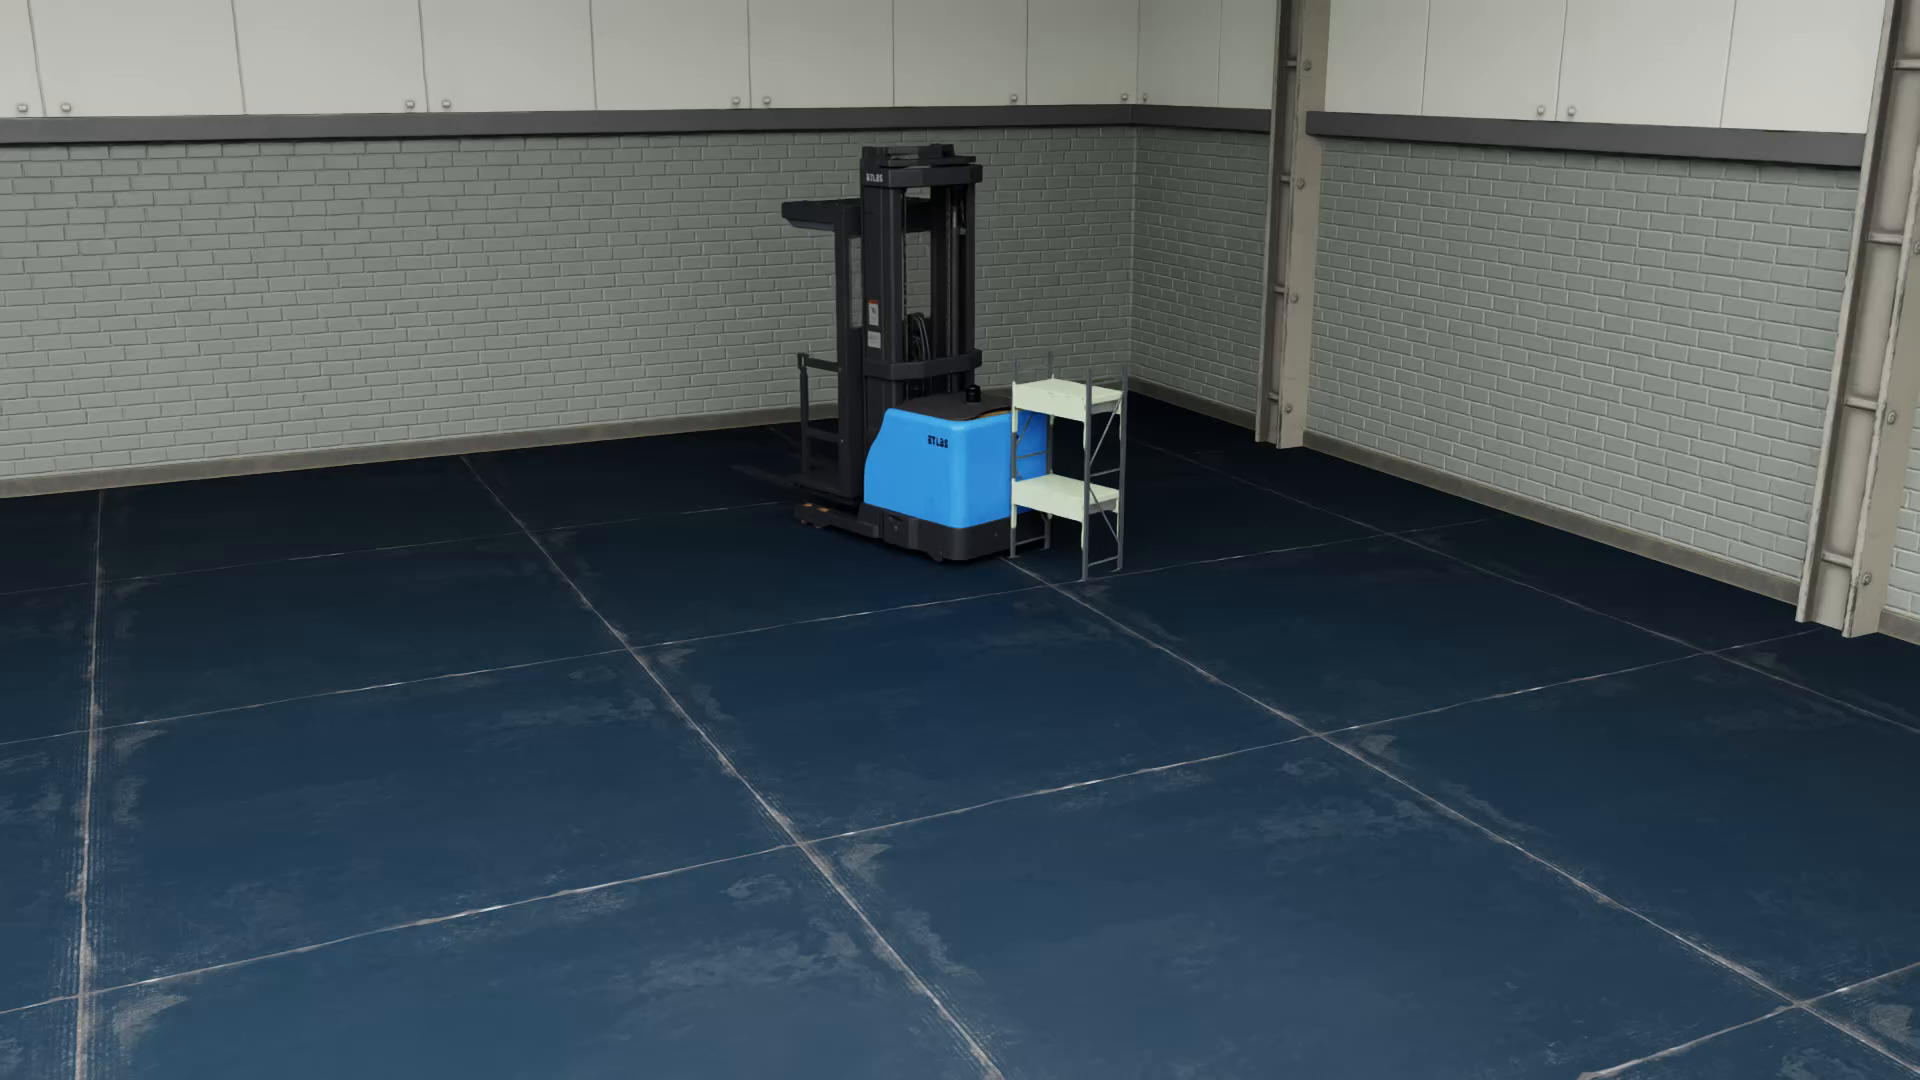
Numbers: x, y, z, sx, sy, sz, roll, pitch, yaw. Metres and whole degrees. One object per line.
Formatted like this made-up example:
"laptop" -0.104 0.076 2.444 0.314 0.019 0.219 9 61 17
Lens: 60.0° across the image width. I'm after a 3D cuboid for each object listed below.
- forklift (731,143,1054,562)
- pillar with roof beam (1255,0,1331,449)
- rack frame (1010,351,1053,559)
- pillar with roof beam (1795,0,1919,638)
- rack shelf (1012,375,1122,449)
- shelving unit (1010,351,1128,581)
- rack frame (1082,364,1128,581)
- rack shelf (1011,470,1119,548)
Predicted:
"forklift" -0.668 -1.581 12.947 1.130 2.935 3.031 -15 22 -41
"pillar with roof beam" -0.794 -4.737 12.943 9.100 9.000 0.400 -8 18 -25
"rack frame" 0.523 -0.619 12.190 0.400 1.500 0.023 -14 21 -40
"pillar with roof beam" 1.835 -3.249 7.759 9.100 9.000 0.400 -8 18 -25
"rack shelf" 0.770 -0.920 11.822 0.431 0.370 0.720 -14 21 -40
"shelving unit" 0.770 -0.545 11.930 0.431 1.500 0.755 -14 21 -40
"rack frame" 1.017 -0.470 11.671 0.400 1.500 0.023 -14 21 -40
"rack shelf" 0.770 -0.231 12.020 0.431 0.370 0.720 -14 21 -40
